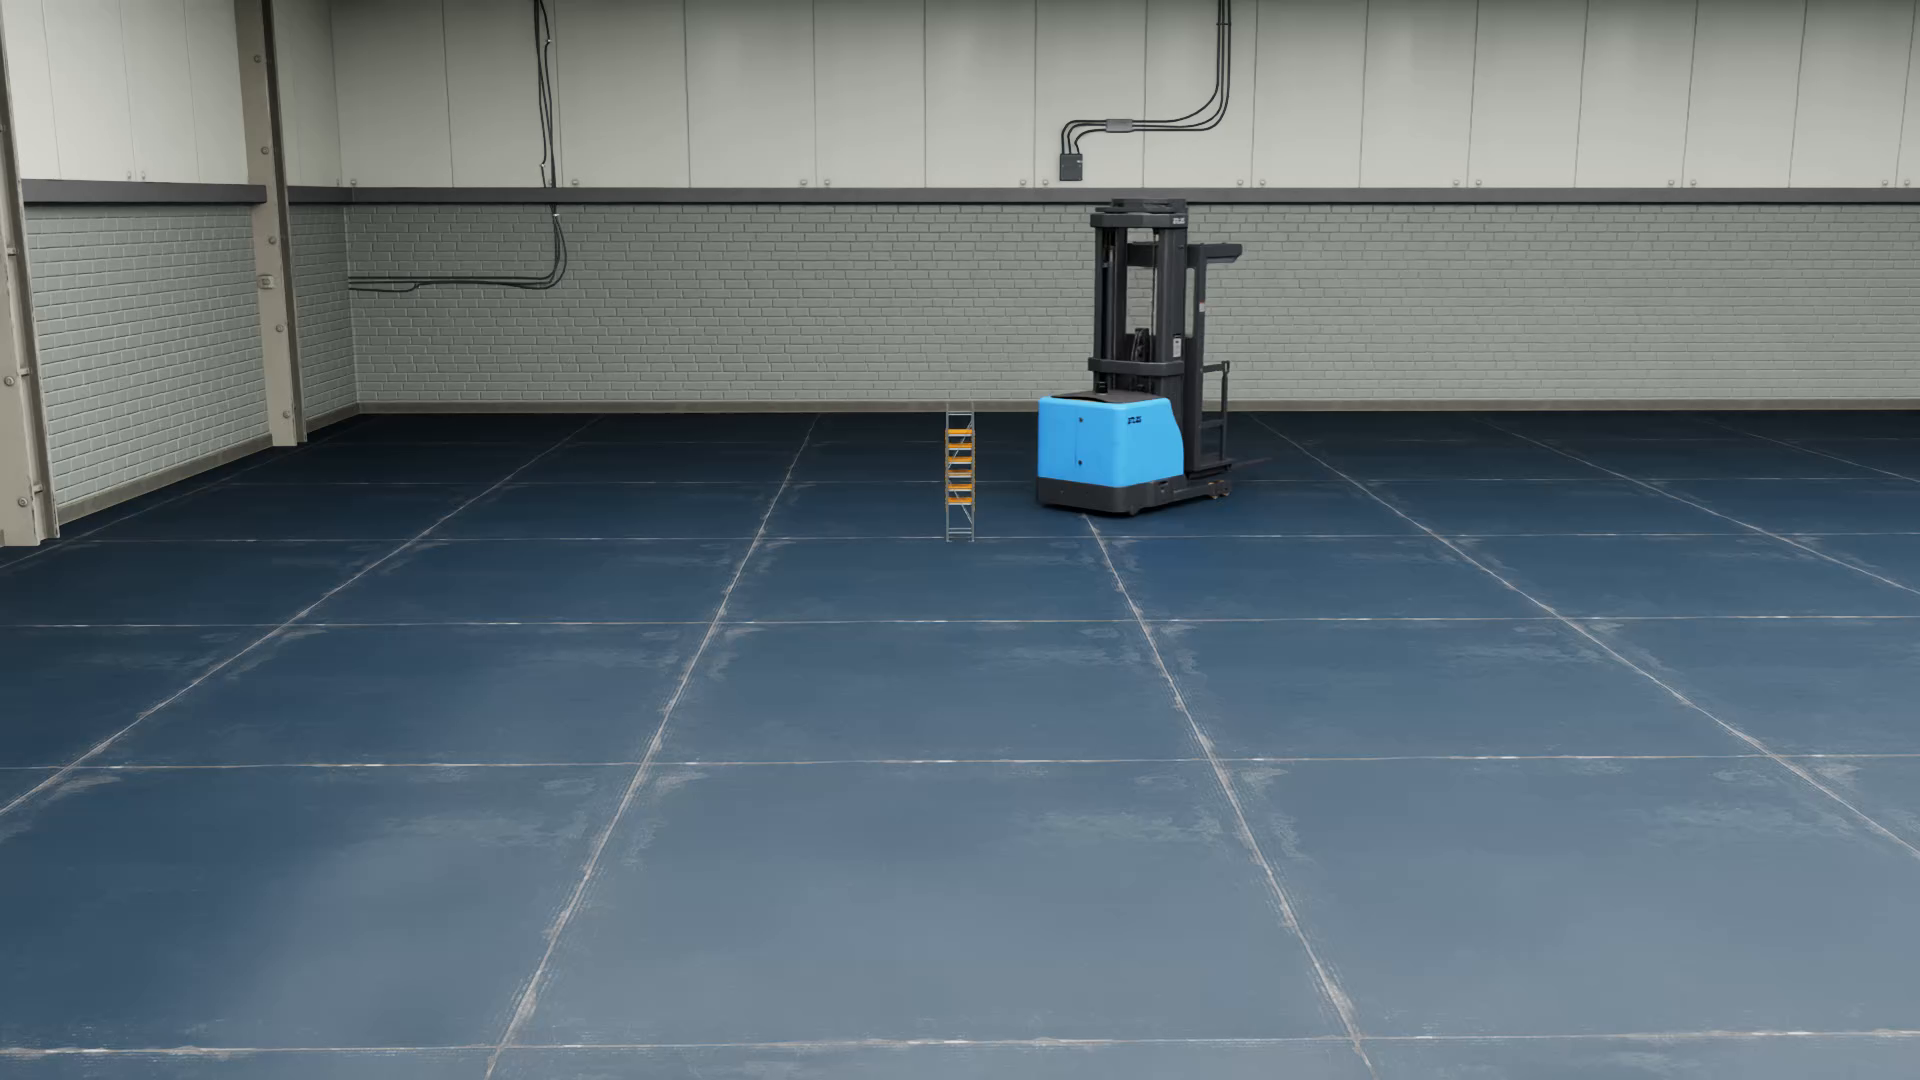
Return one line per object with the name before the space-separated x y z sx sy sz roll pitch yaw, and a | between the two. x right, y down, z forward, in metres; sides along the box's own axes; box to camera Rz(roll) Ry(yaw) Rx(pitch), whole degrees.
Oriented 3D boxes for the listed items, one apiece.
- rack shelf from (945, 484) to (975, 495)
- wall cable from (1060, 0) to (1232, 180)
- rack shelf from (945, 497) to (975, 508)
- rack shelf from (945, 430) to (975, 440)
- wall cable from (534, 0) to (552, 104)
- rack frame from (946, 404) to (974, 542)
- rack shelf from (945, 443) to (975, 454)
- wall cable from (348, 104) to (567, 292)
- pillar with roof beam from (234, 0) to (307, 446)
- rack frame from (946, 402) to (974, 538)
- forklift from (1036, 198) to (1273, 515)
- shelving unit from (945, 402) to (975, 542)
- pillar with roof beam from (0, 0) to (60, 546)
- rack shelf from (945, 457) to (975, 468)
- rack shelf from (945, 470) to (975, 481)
rack shelf | 0.000 -0.430 14.487 0.258 0.103 0.180 0 11 -1
wall cable | 2.524 -7.886 22.243 2.305 6.003 0.169 0 11 -1
rack shelf | 0.000 -0.312 14.511 0.258 0.103 0.180 0 11 -1
rack shelf | 0.000 -0.900 14.391 0.258 0.103 0.180 0 11 -1
wall cable | -4.263 -7.148 22.266 3.097 2.526 0.112 0 11 -1
rack frame | 0.002 -0.573 14.364 0.240 1.200 0.006 0 11 -1
rack shelf | 0.000 -0.783 14.415 0.258 0.103 0.180 0 11 -1
wall cable | -6.967 -4.662 22.713 3.097 2.526 0.112 0 11 -1
pillar with roof beam | -3.925 -5.610 19.578 9.100 9.000 0.400 0 11 -1
rack frame | -0.002 -0.609 14.544 0.240 1.200 0.006 0 11 -1
forklift | 2.086 -1.905 16.577 1.130 2.935 3.031 10 15 41
shelving unit | 0.000 -0.591 14.454 0.258 1.200 0.189 0 11 -1
pillar with roof beam | -3.801 -4.417 13.699 9.100 9.000 0.400 0 11 -1
rack shelf | 0.000 -0.665 14.439 0.258 0.103 0.180 0 11 -1
rack shelf | 0.000 -0.547 14.463 0.258 0.103 0.180 0 11 -1
